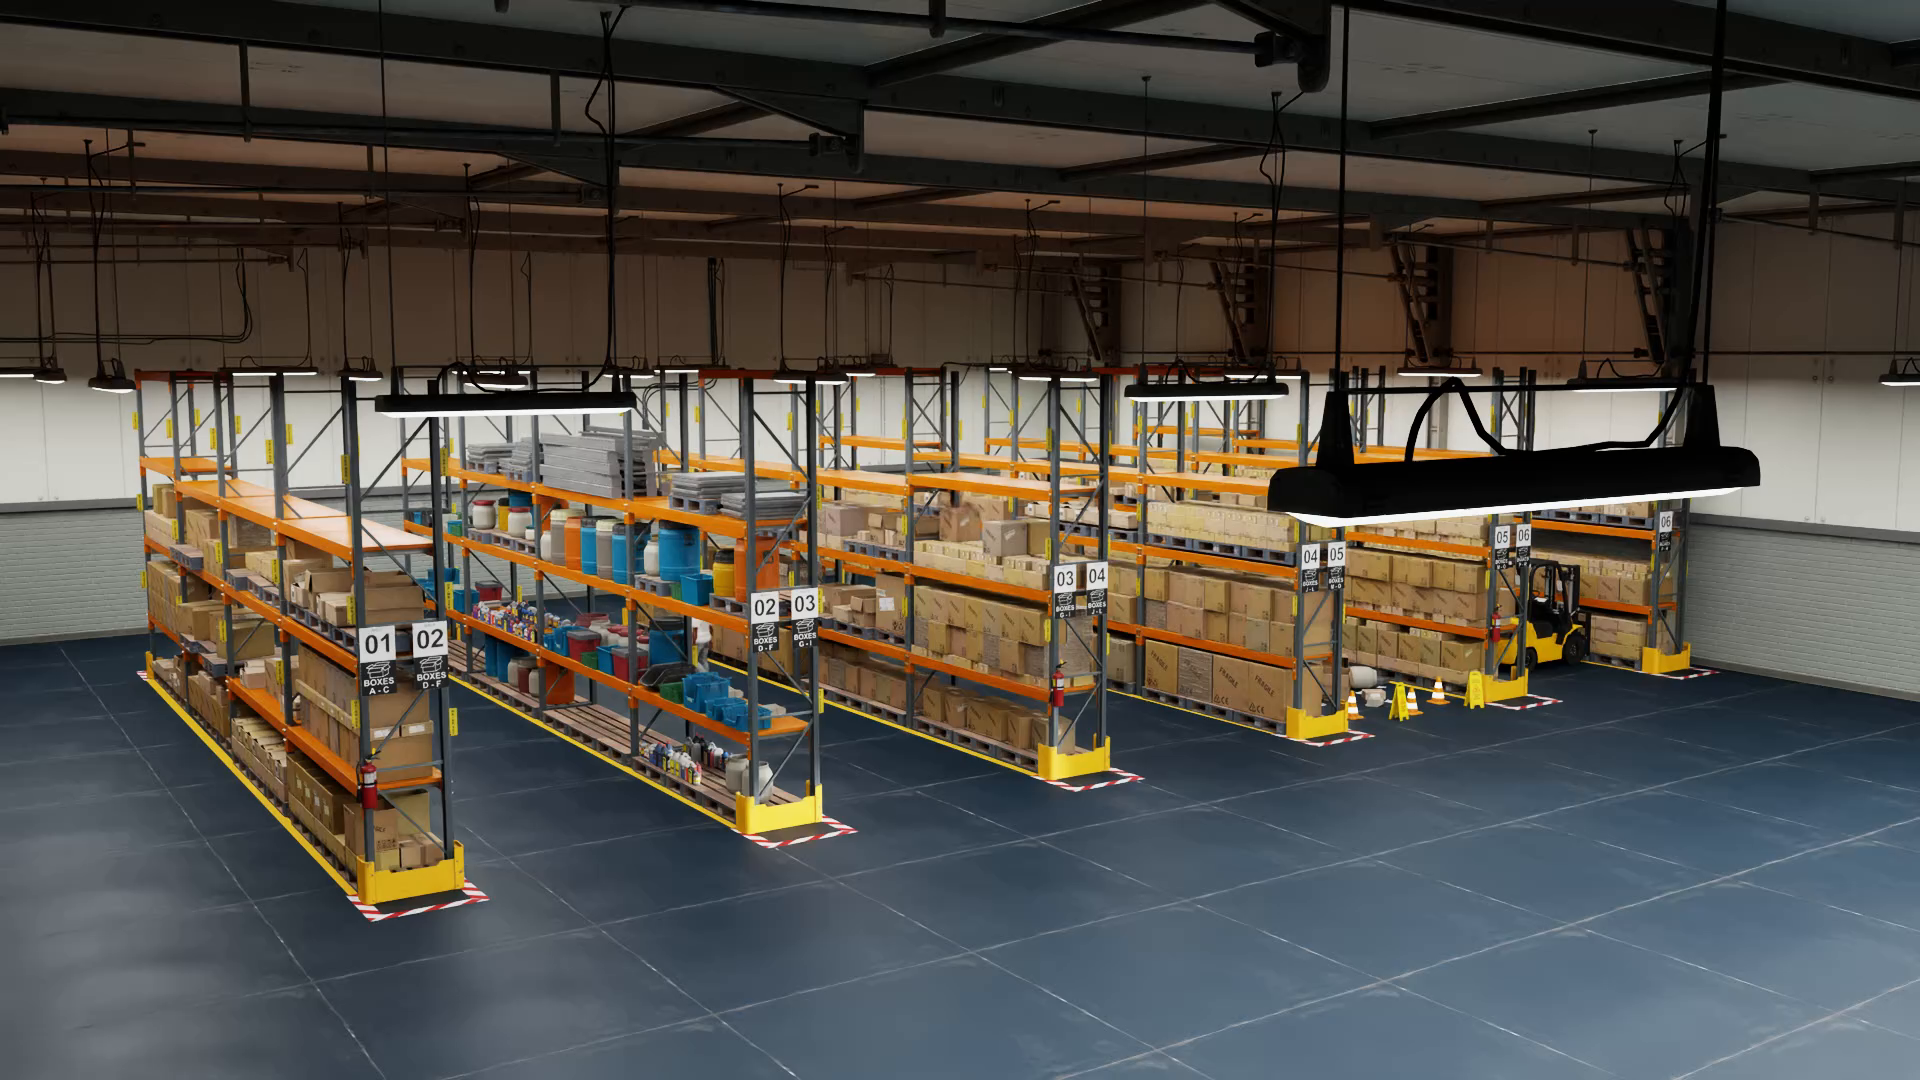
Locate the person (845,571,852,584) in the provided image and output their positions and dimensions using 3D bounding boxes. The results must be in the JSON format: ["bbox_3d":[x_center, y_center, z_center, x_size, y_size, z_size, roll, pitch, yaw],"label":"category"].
[{"bbox_3d":[-3.055,0.362,45.397,0.463,1.663,0.669,2,7,16],"label":"person"}]

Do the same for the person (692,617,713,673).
[{"bbox_3d":[-4.843,1.922,31.315,0.517,1.769,0.605,3,7,27],"label":"person"}]
